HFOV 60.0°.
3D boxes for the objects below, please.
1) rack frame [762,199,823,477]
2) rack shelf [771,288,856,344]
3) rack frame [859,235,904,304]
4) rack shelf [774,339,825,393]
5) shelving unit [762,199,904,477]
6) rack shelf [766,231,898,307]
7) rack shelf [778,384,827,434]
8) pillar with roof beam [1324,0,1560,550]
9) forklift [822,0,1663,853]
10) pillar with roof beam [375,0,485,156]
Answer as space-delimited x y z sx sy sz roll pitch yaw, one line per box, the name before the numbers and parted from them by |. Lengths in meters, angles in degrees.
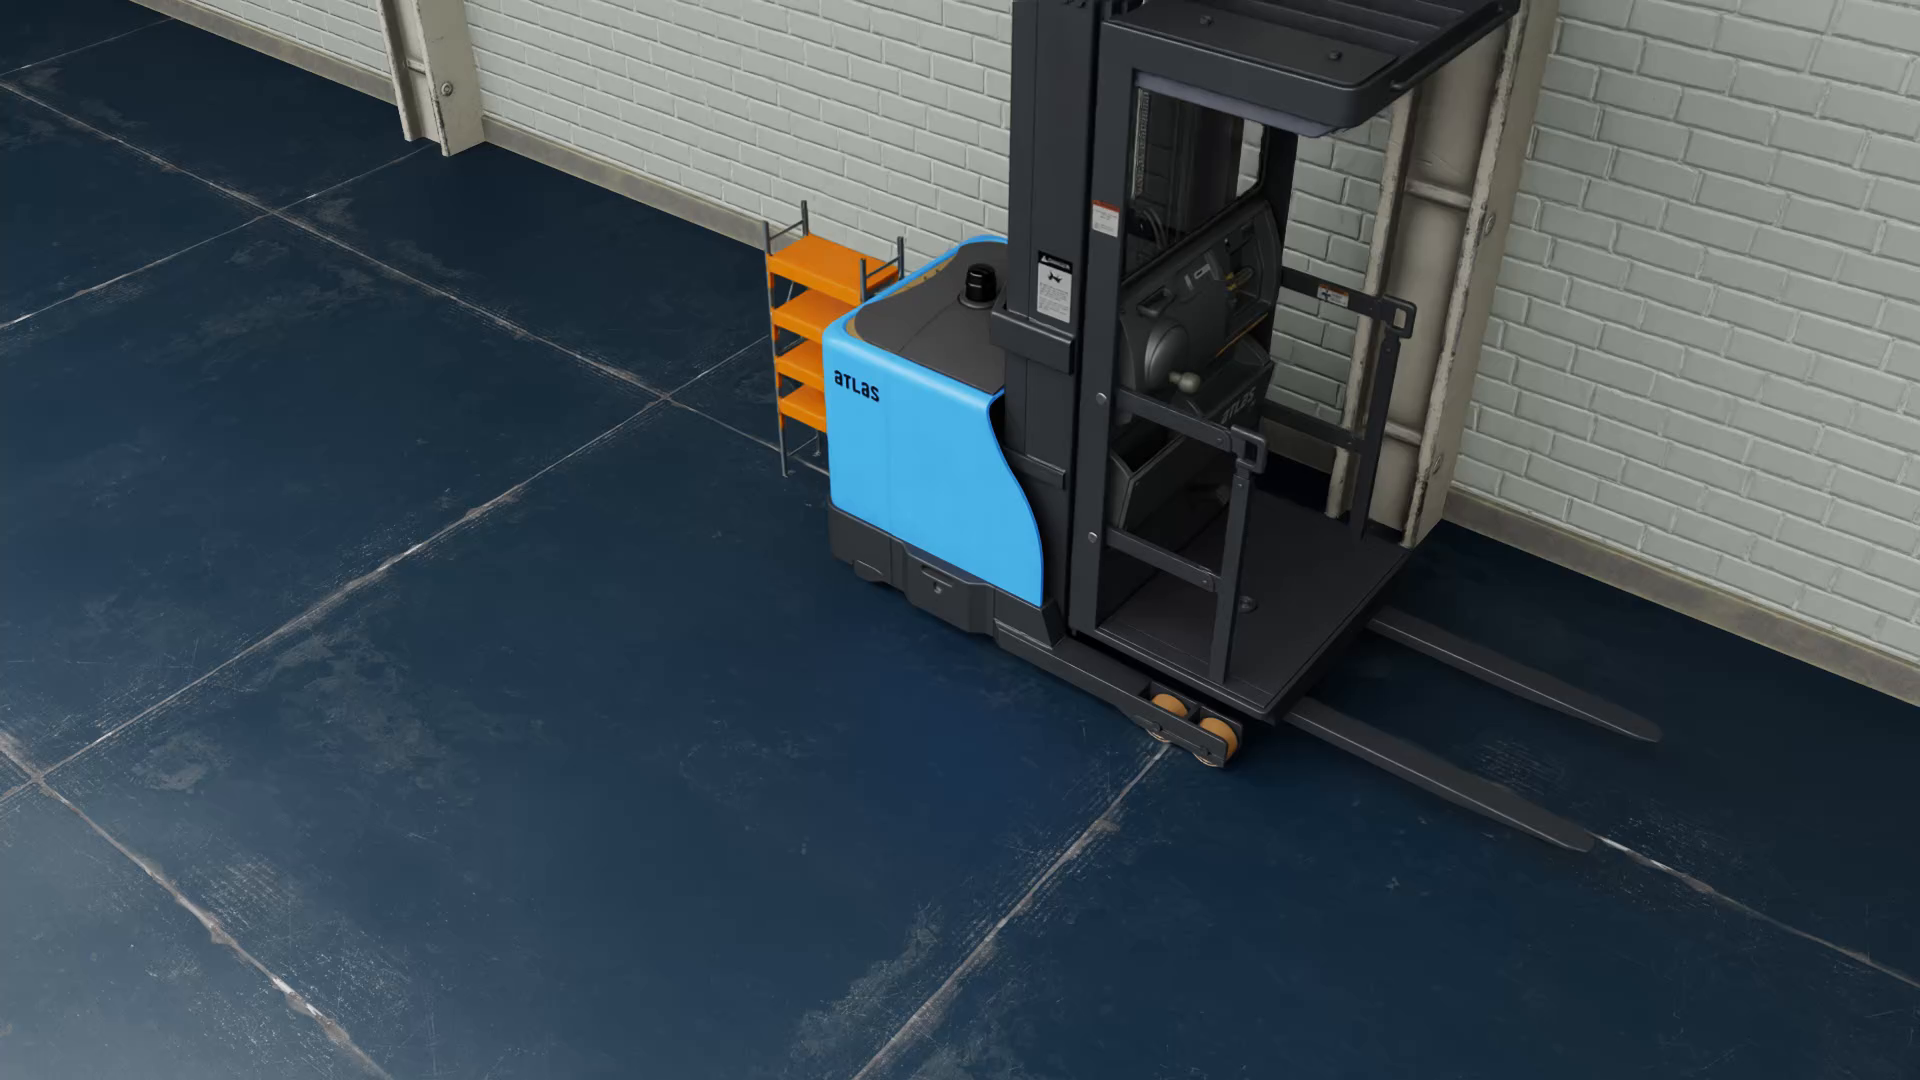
rack frame | -0.677 -0.800 6.799 0.015 1.200 0.240 26 45 29
rack shelf | -0.485 -0.831 6.584 0.480 0.148 0.258 26 45 29
rack frame | -0.292 -0.615 6.563 0.015 1.200 0.240 26 45 29
rack shelf | -0.485 -0.655 6.722 0.480 0.148 0.258 26 45 29
shelving unit | -0.485 -0.708 6.681 0.503 1.200 0.258 26 45 29
rack shelf | -0.485 -1.017 6.438 0.480 0.148 0.258 26 45 29
rack shelf | -0.485 -0.498 6.844 0.480 0.148 0.258 26 45 29
pillar with roof beam | -0.858 -1.542 1.420 0.400 9.000 9.100 25 45 29
forklift | 0.958 -0.745 5.324 3.031 2.935 1.130 26 45 29
pillar with roof beam | -5.624 -3.789 4.290 0.400 9.000 9.100 25 45 29
